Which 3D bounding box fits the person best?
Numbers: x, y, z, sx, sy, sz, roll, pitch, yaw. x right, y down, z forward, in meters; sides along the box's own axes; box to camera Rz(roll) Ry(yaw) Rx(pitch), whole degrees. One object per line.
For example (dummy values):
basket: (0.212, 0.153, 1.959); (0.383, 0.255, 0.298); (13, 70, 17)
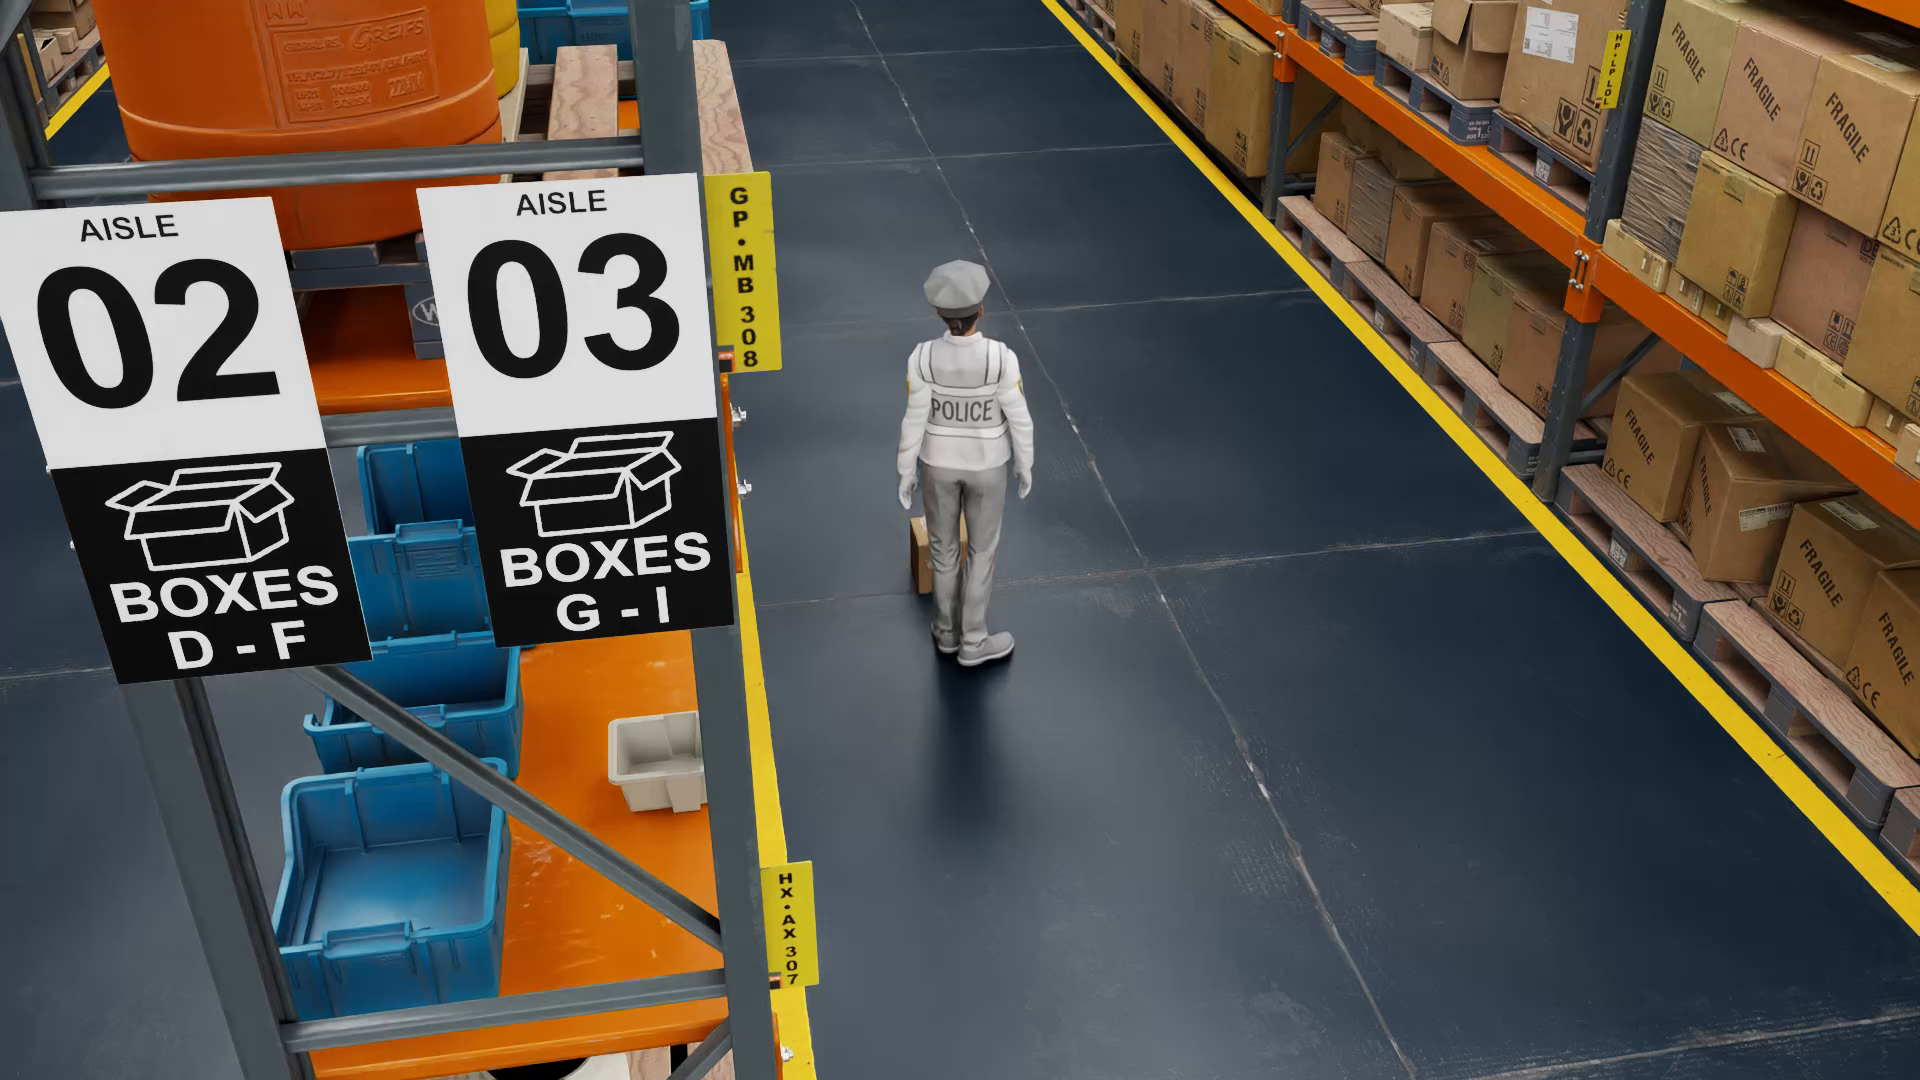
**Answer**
person: (0.021, -0.283, 6.553); (0.531, 1.681, 0.387); (3, 31, 5)
